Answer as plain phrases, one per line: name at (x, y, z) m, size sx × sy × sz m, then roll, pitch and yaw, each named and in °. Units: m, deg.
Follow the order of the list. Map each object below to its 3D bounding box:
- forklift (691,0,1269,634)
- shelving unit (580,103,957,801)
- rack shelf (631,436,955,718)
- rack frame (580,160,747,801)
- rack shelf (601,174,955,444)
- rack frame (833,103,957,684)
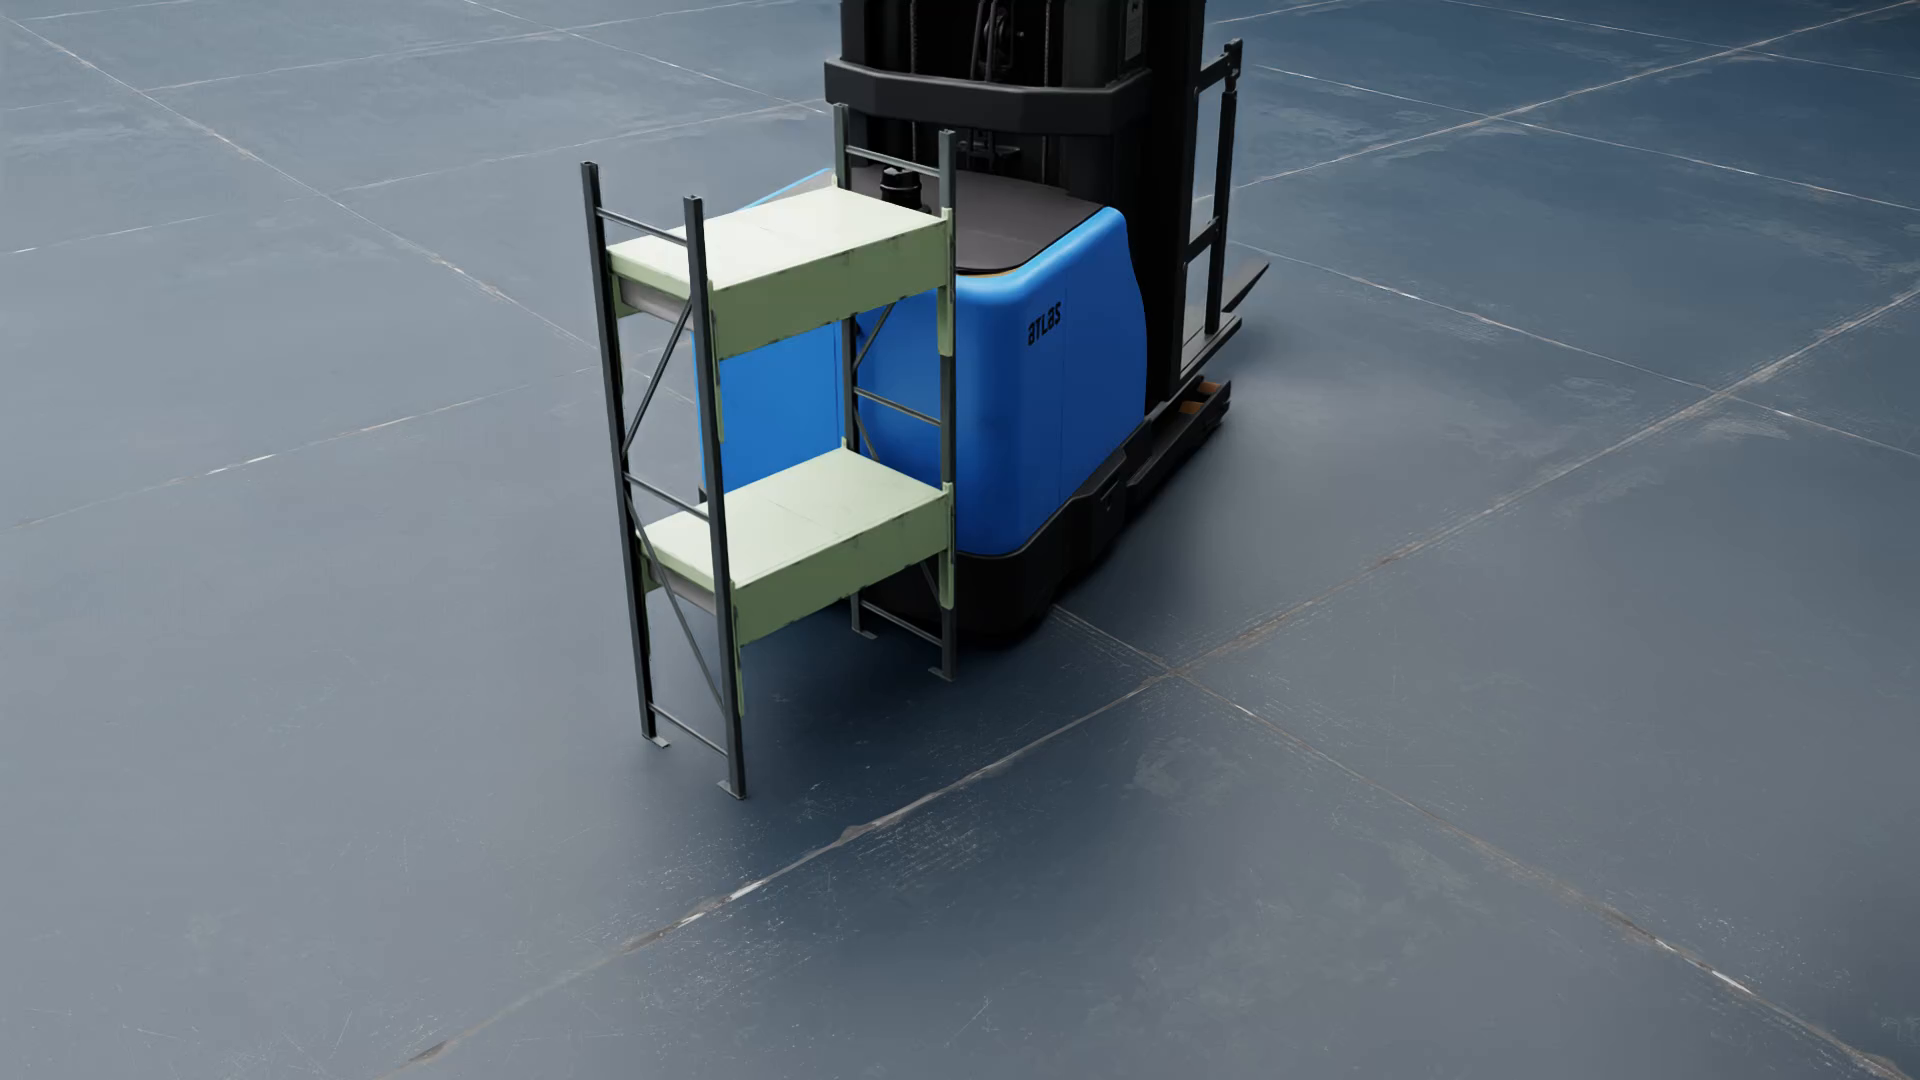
forklift at (0.328, -1.700, 5.322) m, size 1.130 × 2.935 × 3.031 m, roll 13°, pitch 31°, yaw 23°
shelving unit at (-0.416, -0.216, 4.064) m, size 0.431 × 1.500 × 0.755 m, roll 25°, pitch 37°, yaw 38°
rack shelf at (-0.416, 0.071, 4.217) m, size 0.431 × 0.370 × 0.720 m, roll 25°, pitch 37°, yaw 38°
rack frame at (-0.672, -0.093, 3.833) m, size 0.400 × 1.500 × 0.023 m, roll 25°, pitch 37°, yaw 38°
rack shelf at (-0.416, -0.561, 3.880) m, size 0.431 × 0.370 × 0.720 m, roll 25°, pitch 37°, yaw 38°
rack frame at (-0.160, -0.340, 4.294) m, size 0.400 × 1.500 × 0.023 m, roll 25°, pitch 37°, yaw 38°
